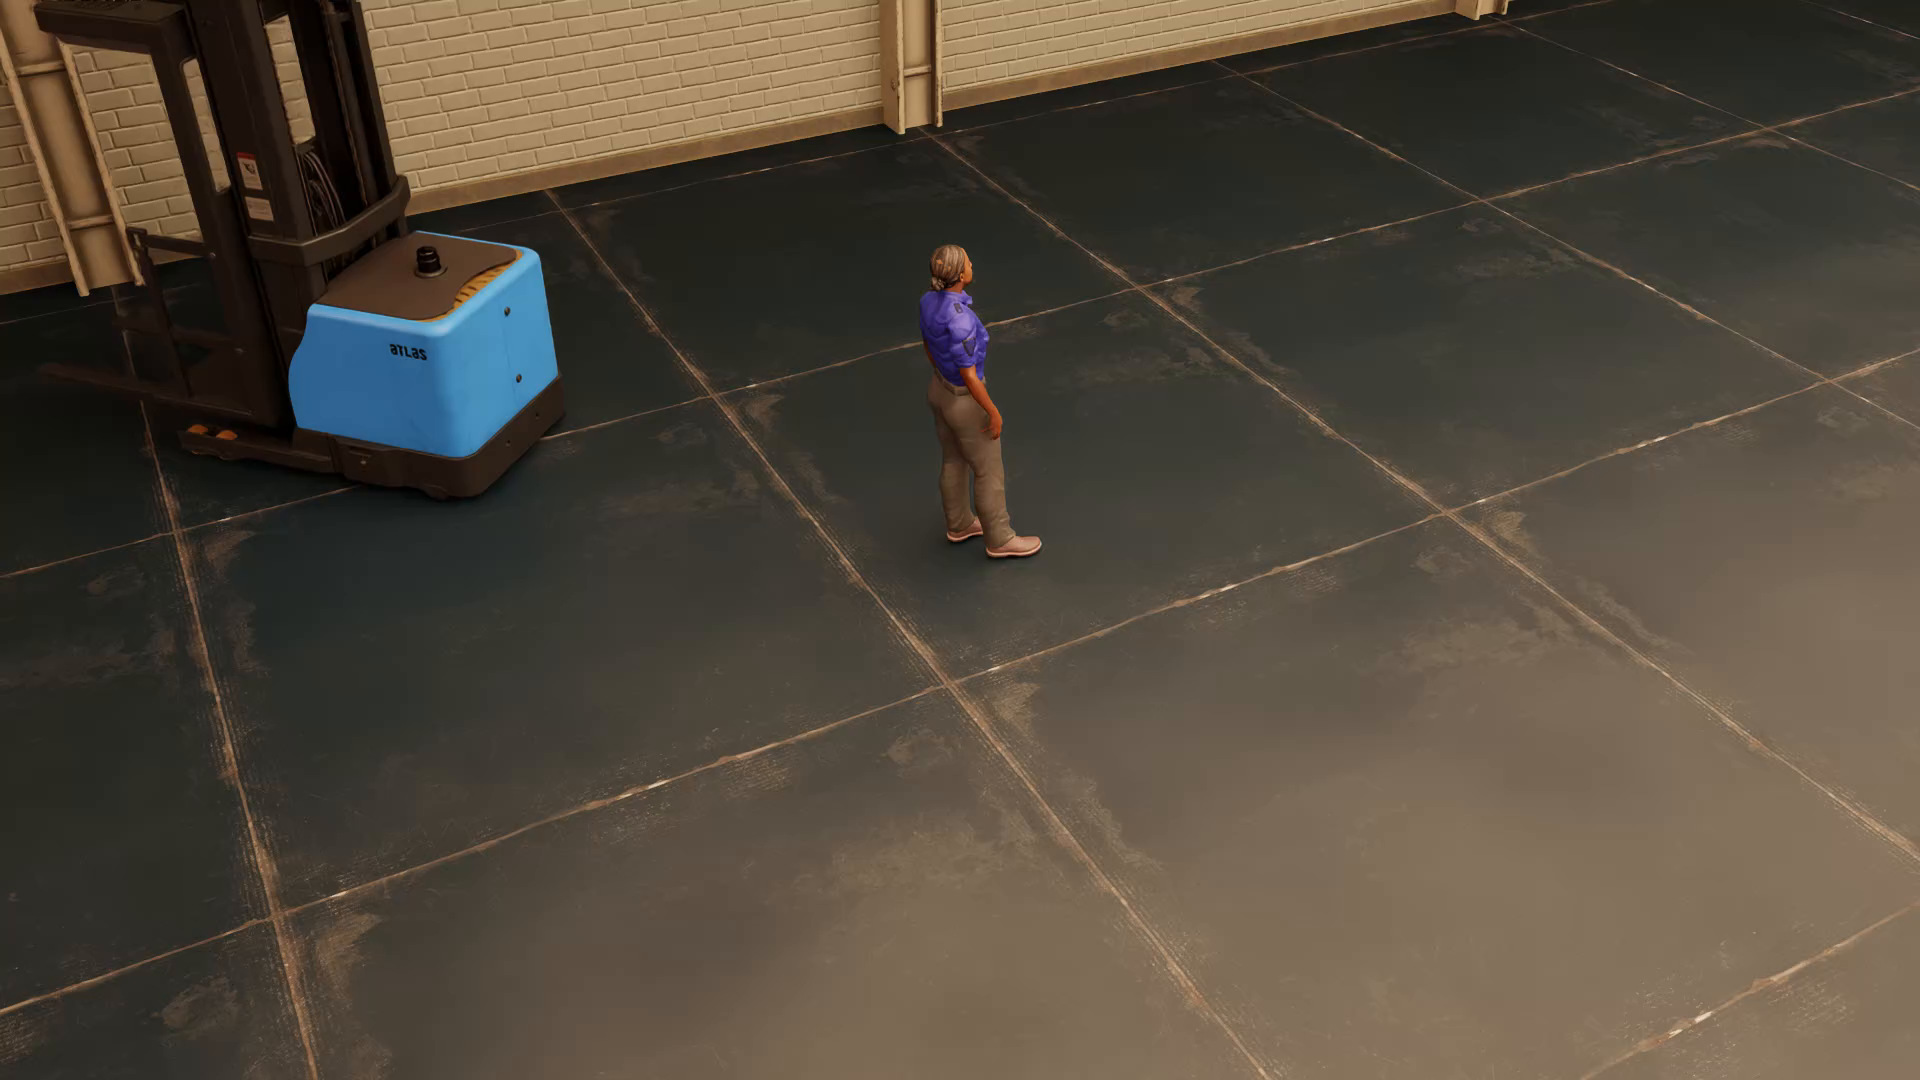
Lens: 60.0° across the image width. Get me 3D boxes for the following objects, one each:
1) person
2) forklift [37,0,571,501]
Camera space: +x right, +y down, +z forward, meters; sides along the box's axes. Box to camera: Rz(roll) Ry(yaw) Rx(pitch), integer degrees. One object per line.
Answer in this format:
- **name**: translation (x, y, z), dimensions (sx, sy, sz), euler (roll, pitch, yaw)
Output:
- **person**: translation (0.087, -0.695, 8.200), dimensions (0.504, 1.654, 0.570), euler (-17, 39, -23)
- **forklift**: translation (-3.821, -1.911, 8.826), dimensions (3.031, 2.935, 1.130), euler (11, 37, 15)
